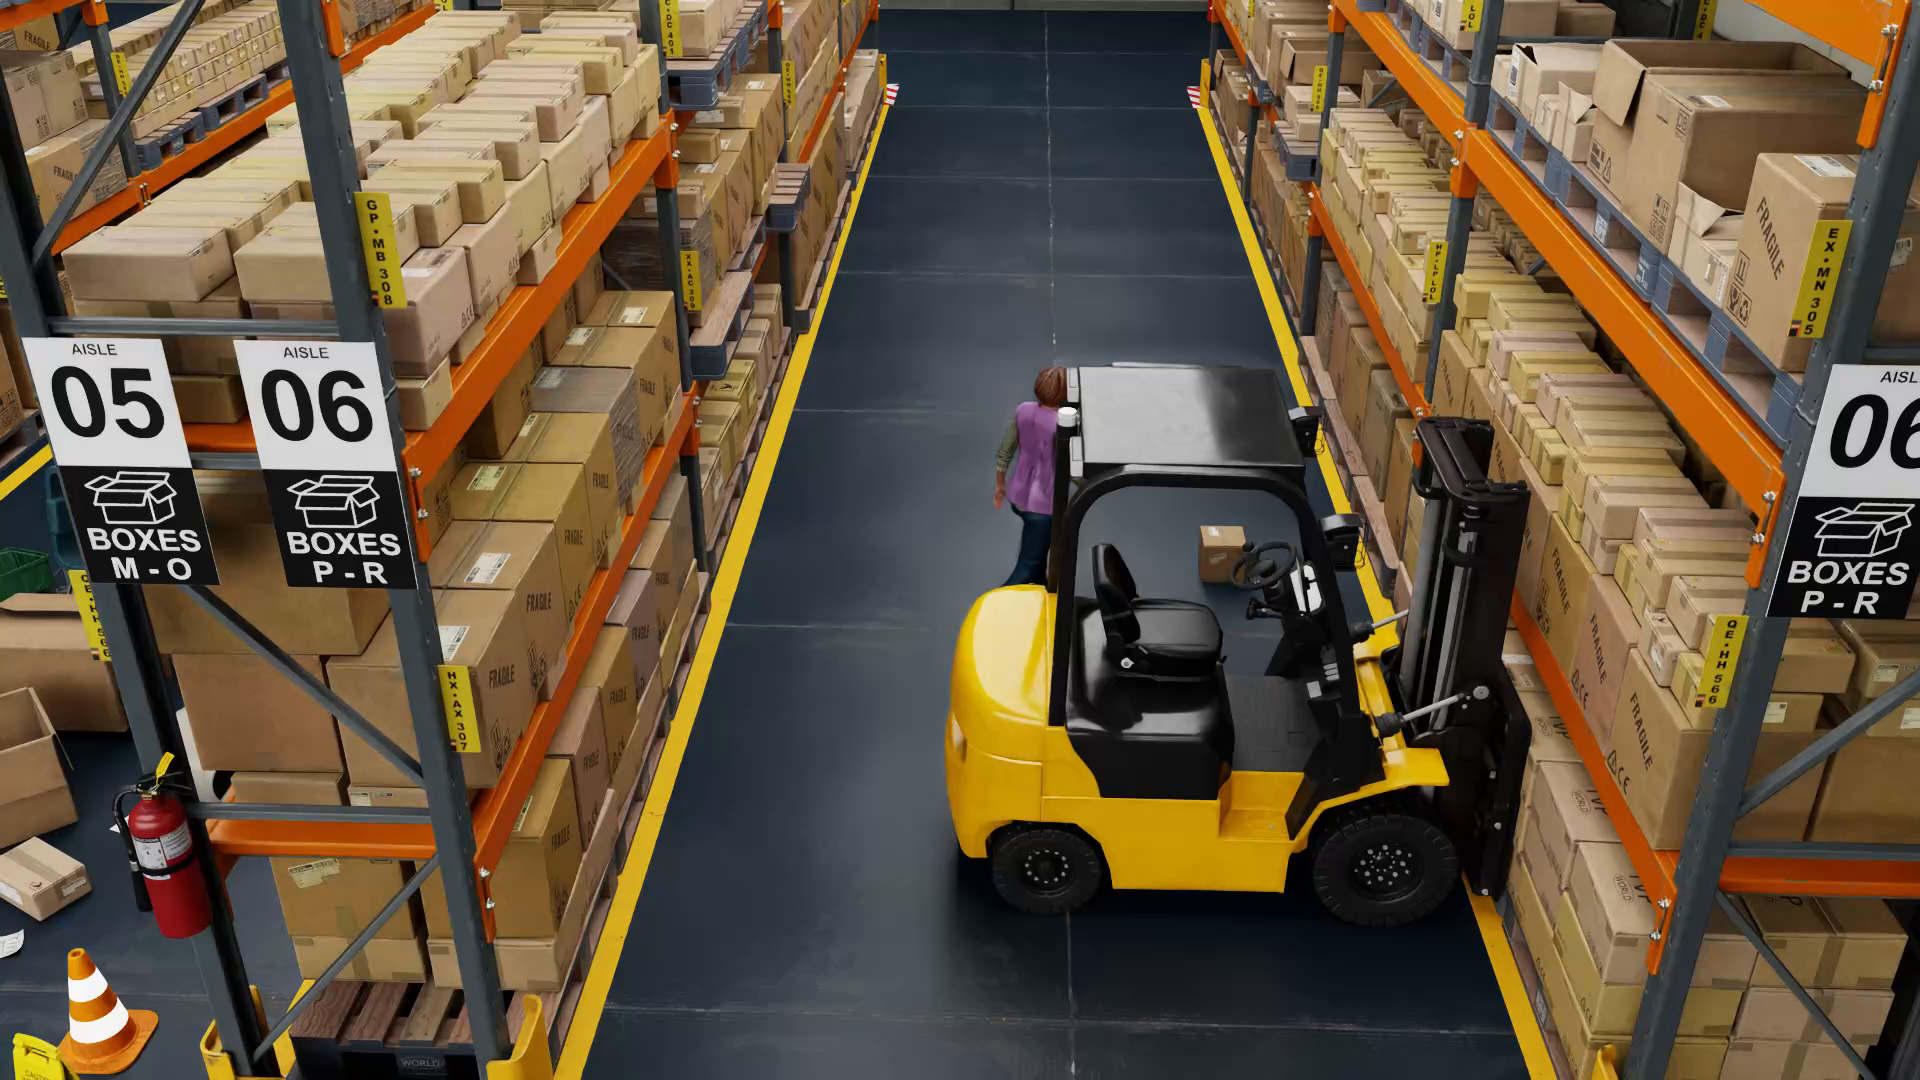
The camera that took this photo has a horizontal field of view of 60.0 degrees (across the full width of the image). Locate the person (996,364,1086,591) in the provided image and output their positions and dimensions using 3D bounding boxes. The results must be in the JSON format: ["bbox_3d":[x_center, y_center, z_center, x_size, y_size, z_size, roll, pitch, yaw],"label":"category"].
[{"bbox_3d":[0.411,-0.223,9.068,0.737,1.538,0.522,-19,33,-30],"label":"person"}]
